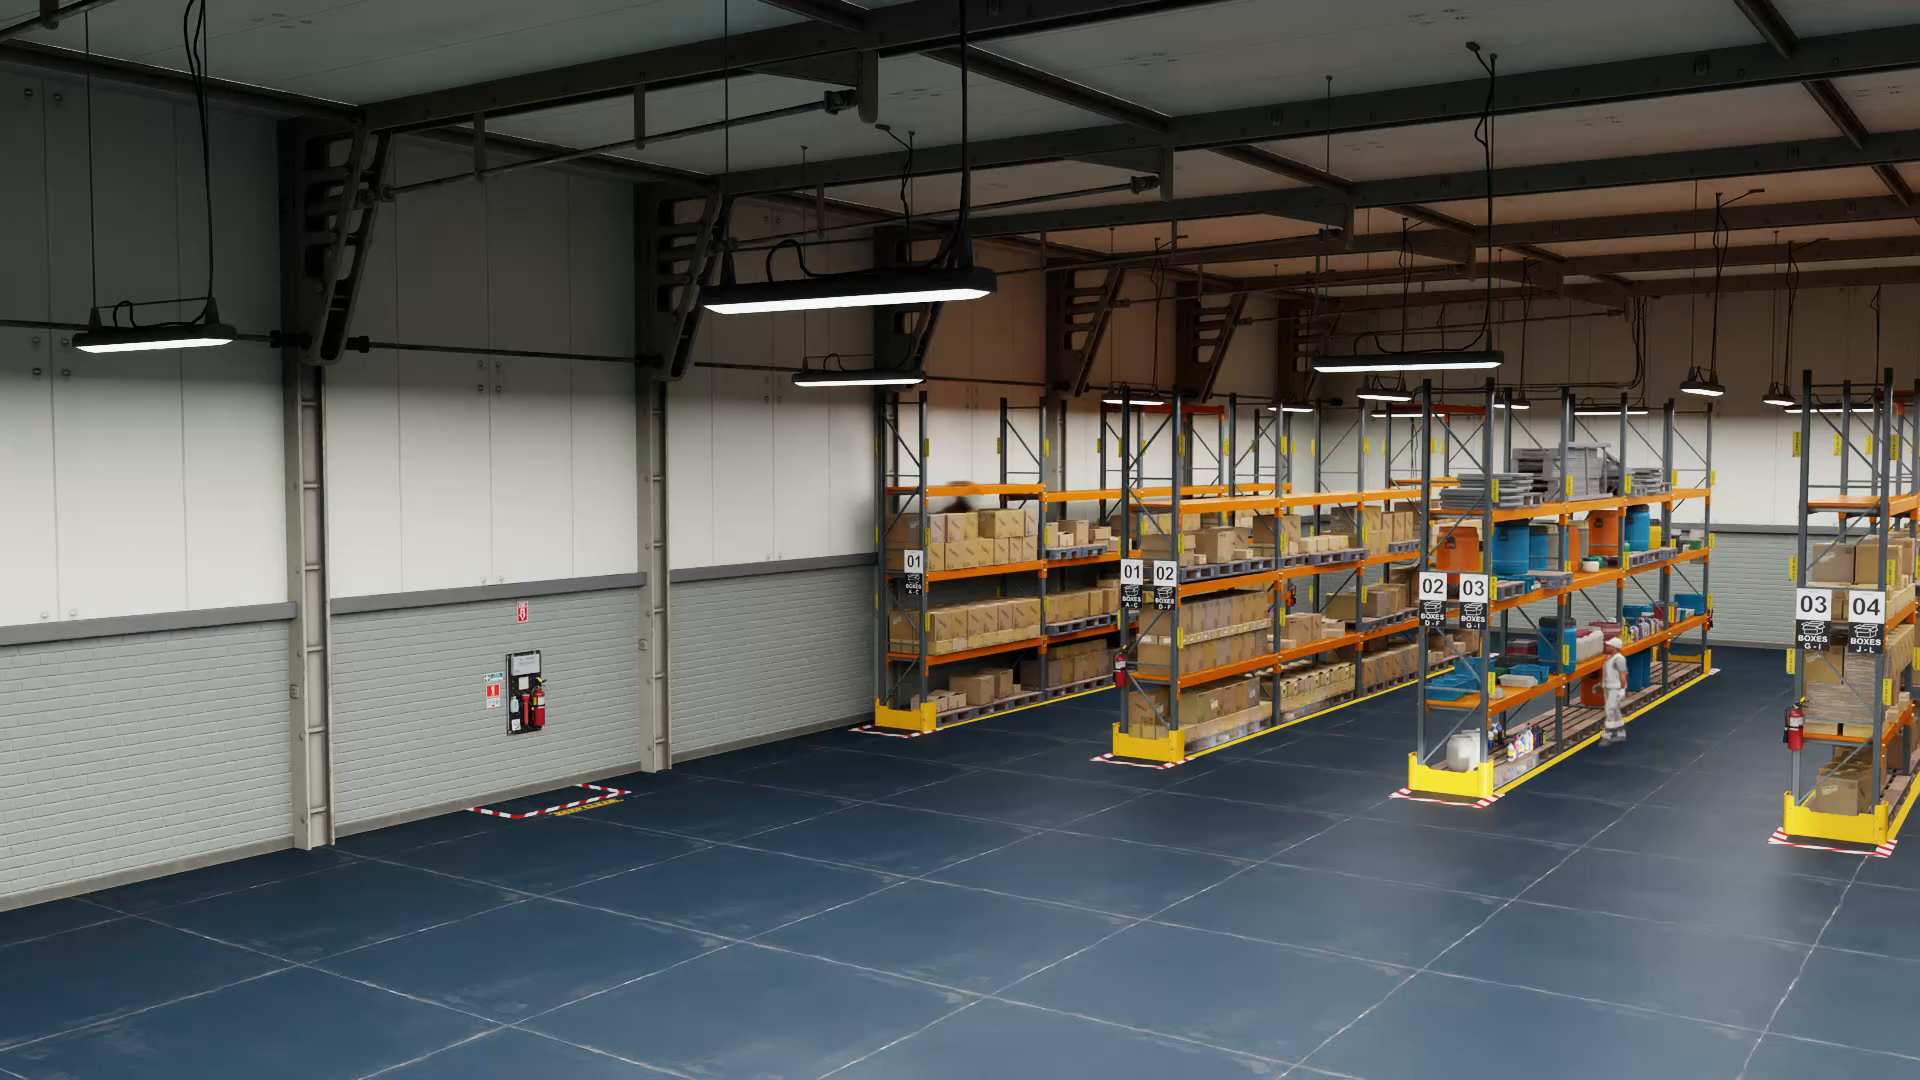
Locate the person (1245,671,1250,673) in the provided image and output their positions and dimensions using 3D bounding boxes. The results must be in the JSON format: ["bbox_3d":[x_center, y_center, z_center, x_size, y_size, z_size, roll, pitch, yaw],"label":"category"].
[{"bbox_3d":[6.075,2.135,36.294,0.609,1.725,1.080,2,4,30],"label":"person"}]

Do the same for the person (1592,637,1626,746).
[{"bbox_3d":[10.990,2.560,28.121,0.686,1.826,0.636,-1,3,-17],"label":"person"}]

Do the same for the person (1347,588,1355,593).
[{"bbox_3d":[8.991,1.989,38.427,0.641,1.731,1.065,2,4,35],"label":"person"}]
